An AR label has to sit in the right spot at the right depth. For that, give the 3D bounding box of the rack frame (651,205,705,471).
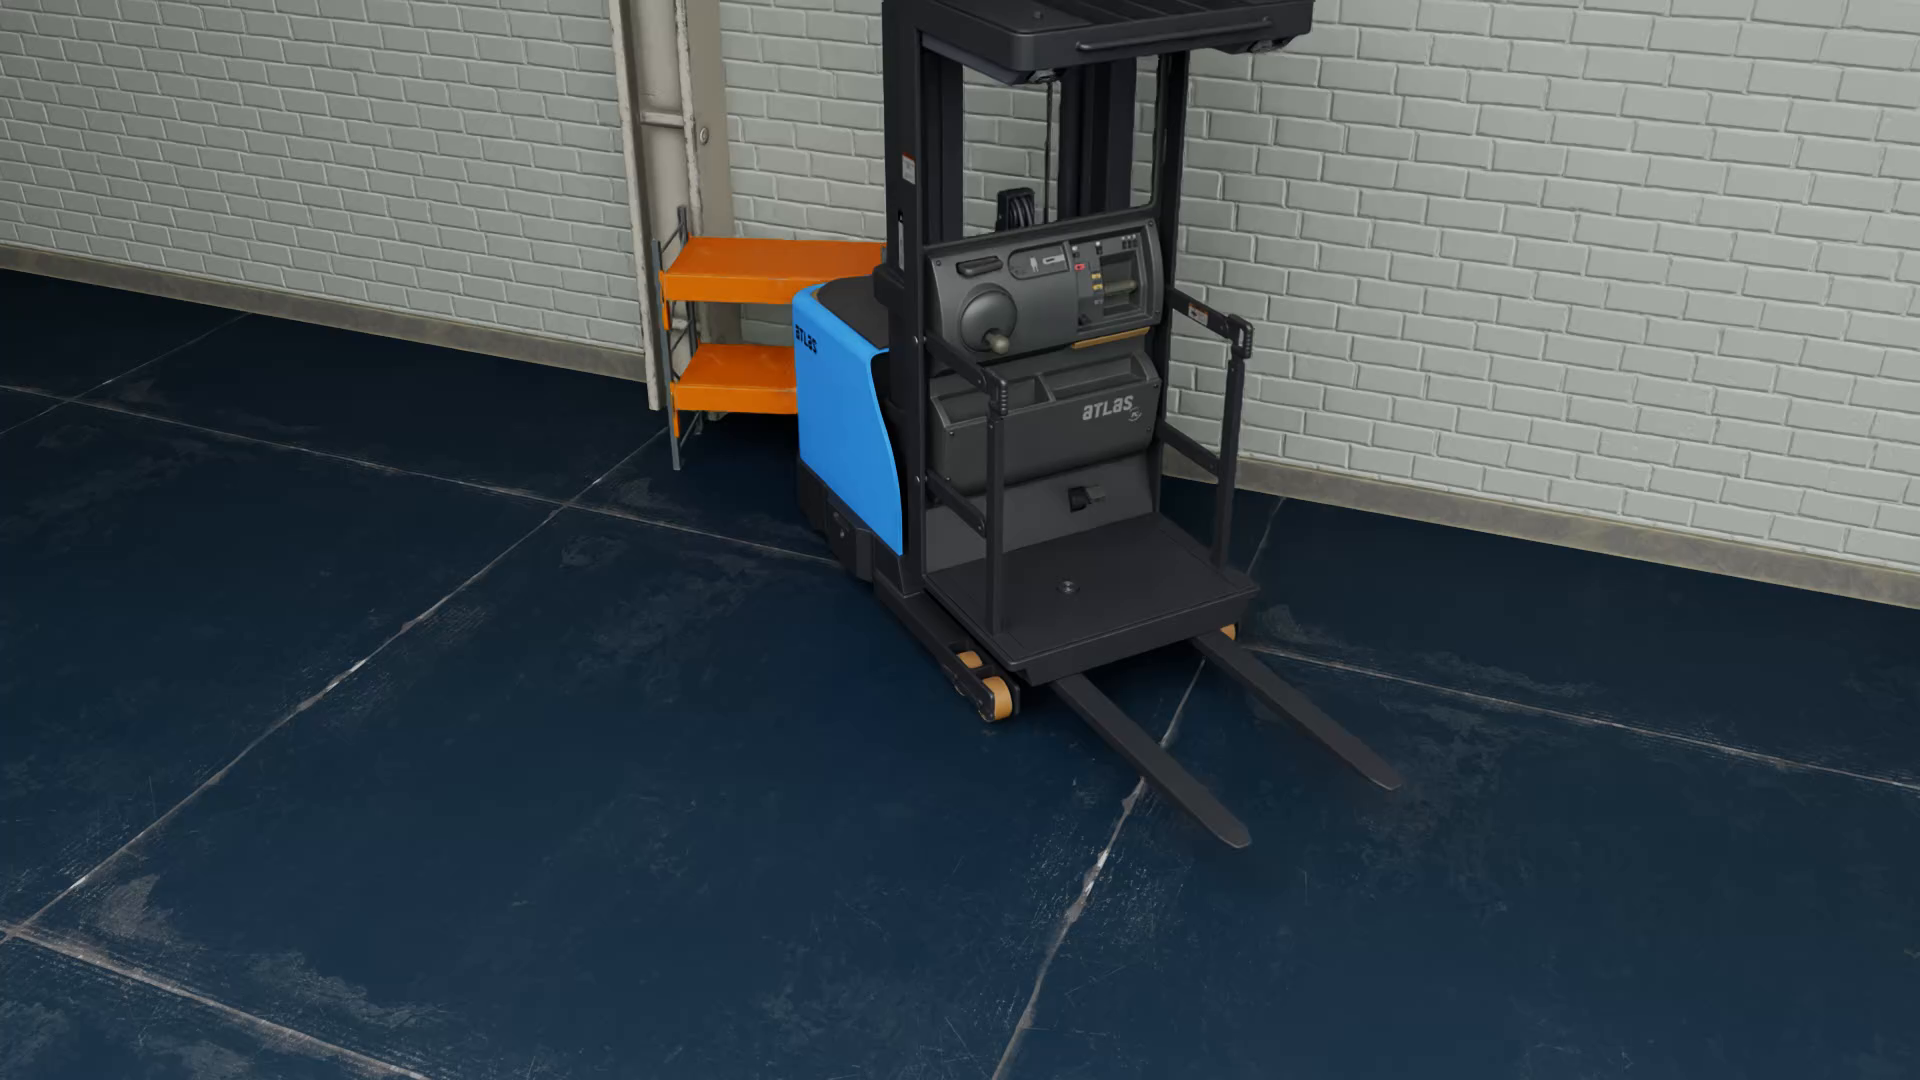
[{"bbox_3d":[-1.309,-0.938,7.762,0.032,1.125,0.500,3,30,5],"label":"rack frame"}]

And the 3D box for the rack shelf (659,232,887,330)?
[{"bbox_3d":[-0.804,-1.167,7.570,1.000,0.278,0.538,3,30,5],"label":"rack shelf"}]

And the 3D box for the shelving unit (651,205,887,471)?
[{"bbox_3d":[-0.803,-0.913,7.716,1.048,1.125,0.538,3,30,5],"label":"shelving unit"}]

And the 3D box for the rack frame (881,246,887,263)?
[{"bbox_3d":[-0.298,-0.889,7.670,0.032,1.125,0.500,3,30,5],"label":"rack frame"}]

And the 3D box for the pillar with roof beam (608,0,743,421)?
[{"bbox_3d":[-2.956,-2.654,2.800,0.400,9.000,9.100,11,31,19],"label":"pillar with roof beam"}]

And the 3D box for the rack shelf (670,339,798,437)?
[{"bbox_3d":[-0.802,-0.701,7.838,1.000,0.278,0.538,3,30,5],"label":"rack shelf"}]

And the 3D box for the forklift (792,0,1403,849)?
[{"bbox_3d":[0.427,-0.866,5.804,1.130,2.935,3.031,-15,33,-24],"label":"forklift"}]
